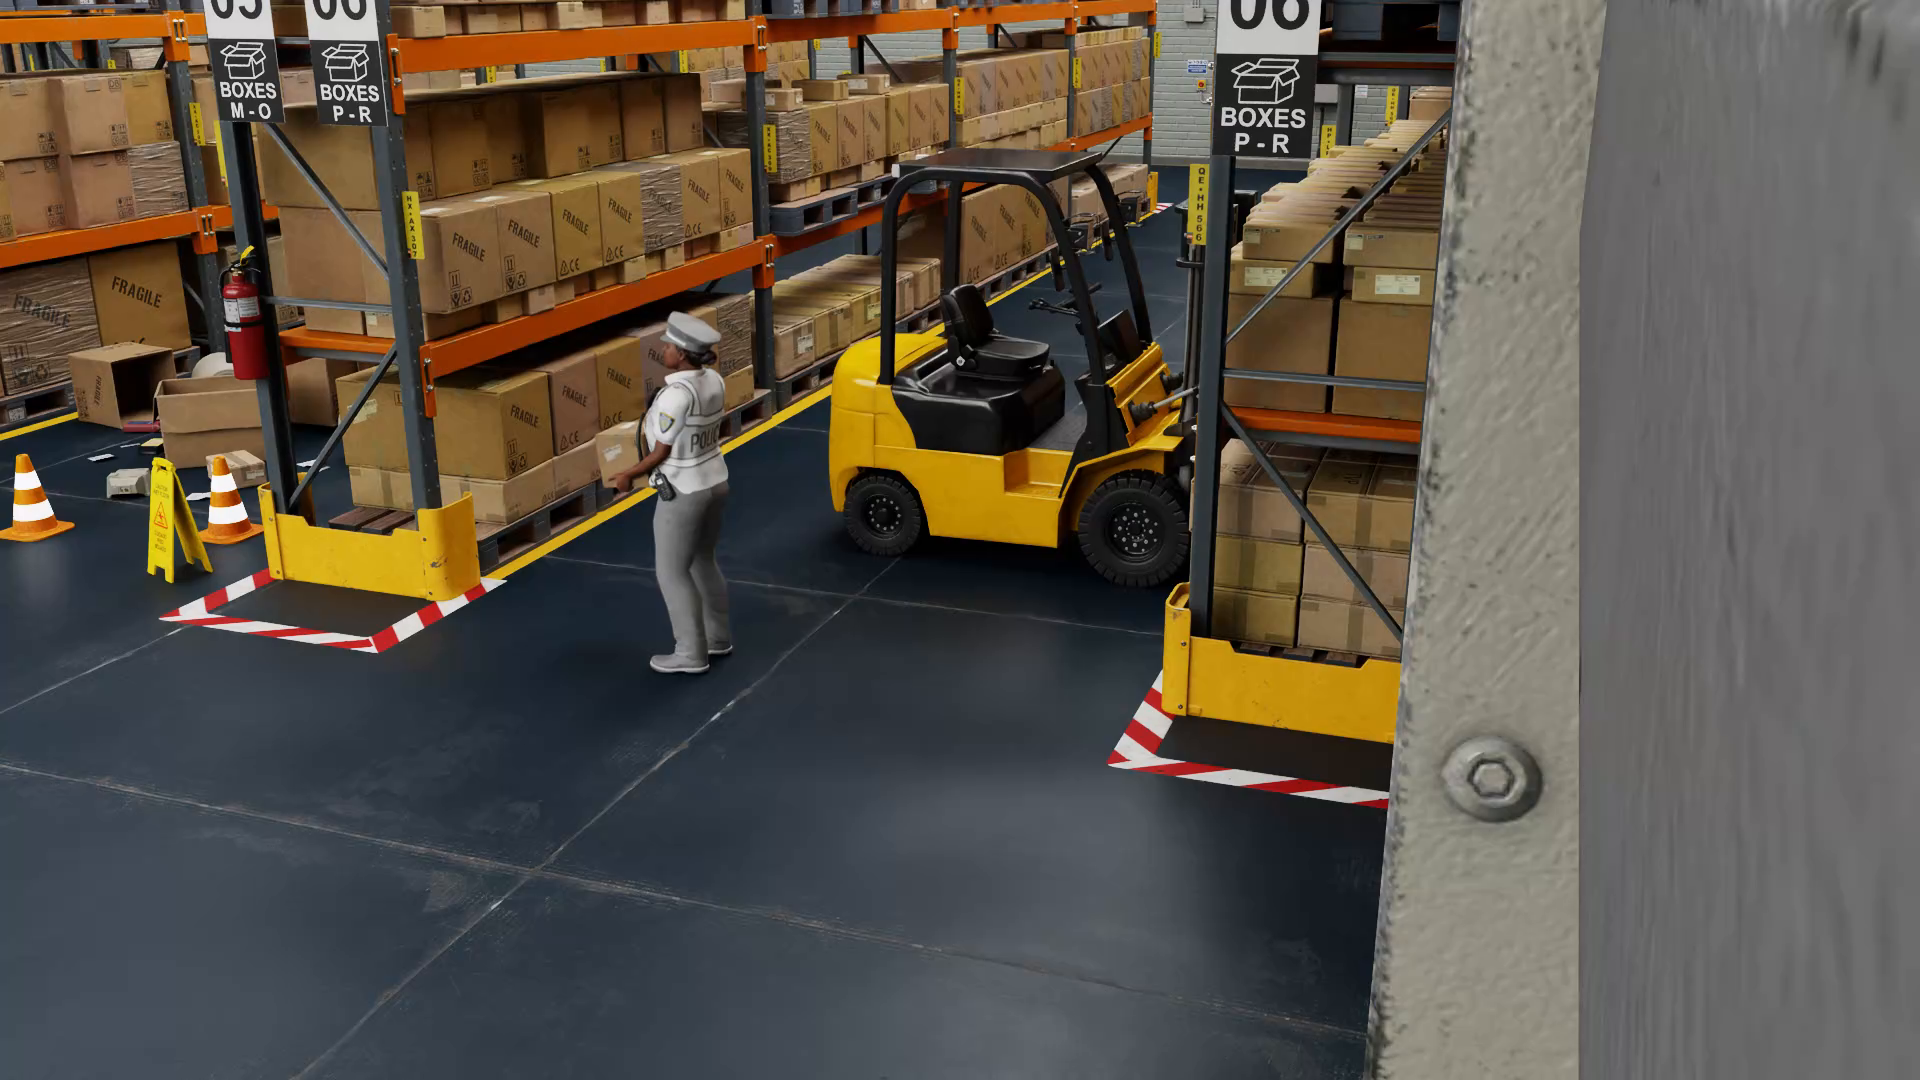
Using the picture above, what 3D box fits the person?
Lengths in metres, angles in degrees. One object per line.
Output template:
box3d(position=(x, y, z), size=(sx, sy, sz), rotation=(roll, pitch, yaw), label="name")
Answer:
box3d(position=(-1.318, -0.225, 7.666), size=(0.537, 1.682, 0.451), rotation=(7, 20, 19), label="person")
